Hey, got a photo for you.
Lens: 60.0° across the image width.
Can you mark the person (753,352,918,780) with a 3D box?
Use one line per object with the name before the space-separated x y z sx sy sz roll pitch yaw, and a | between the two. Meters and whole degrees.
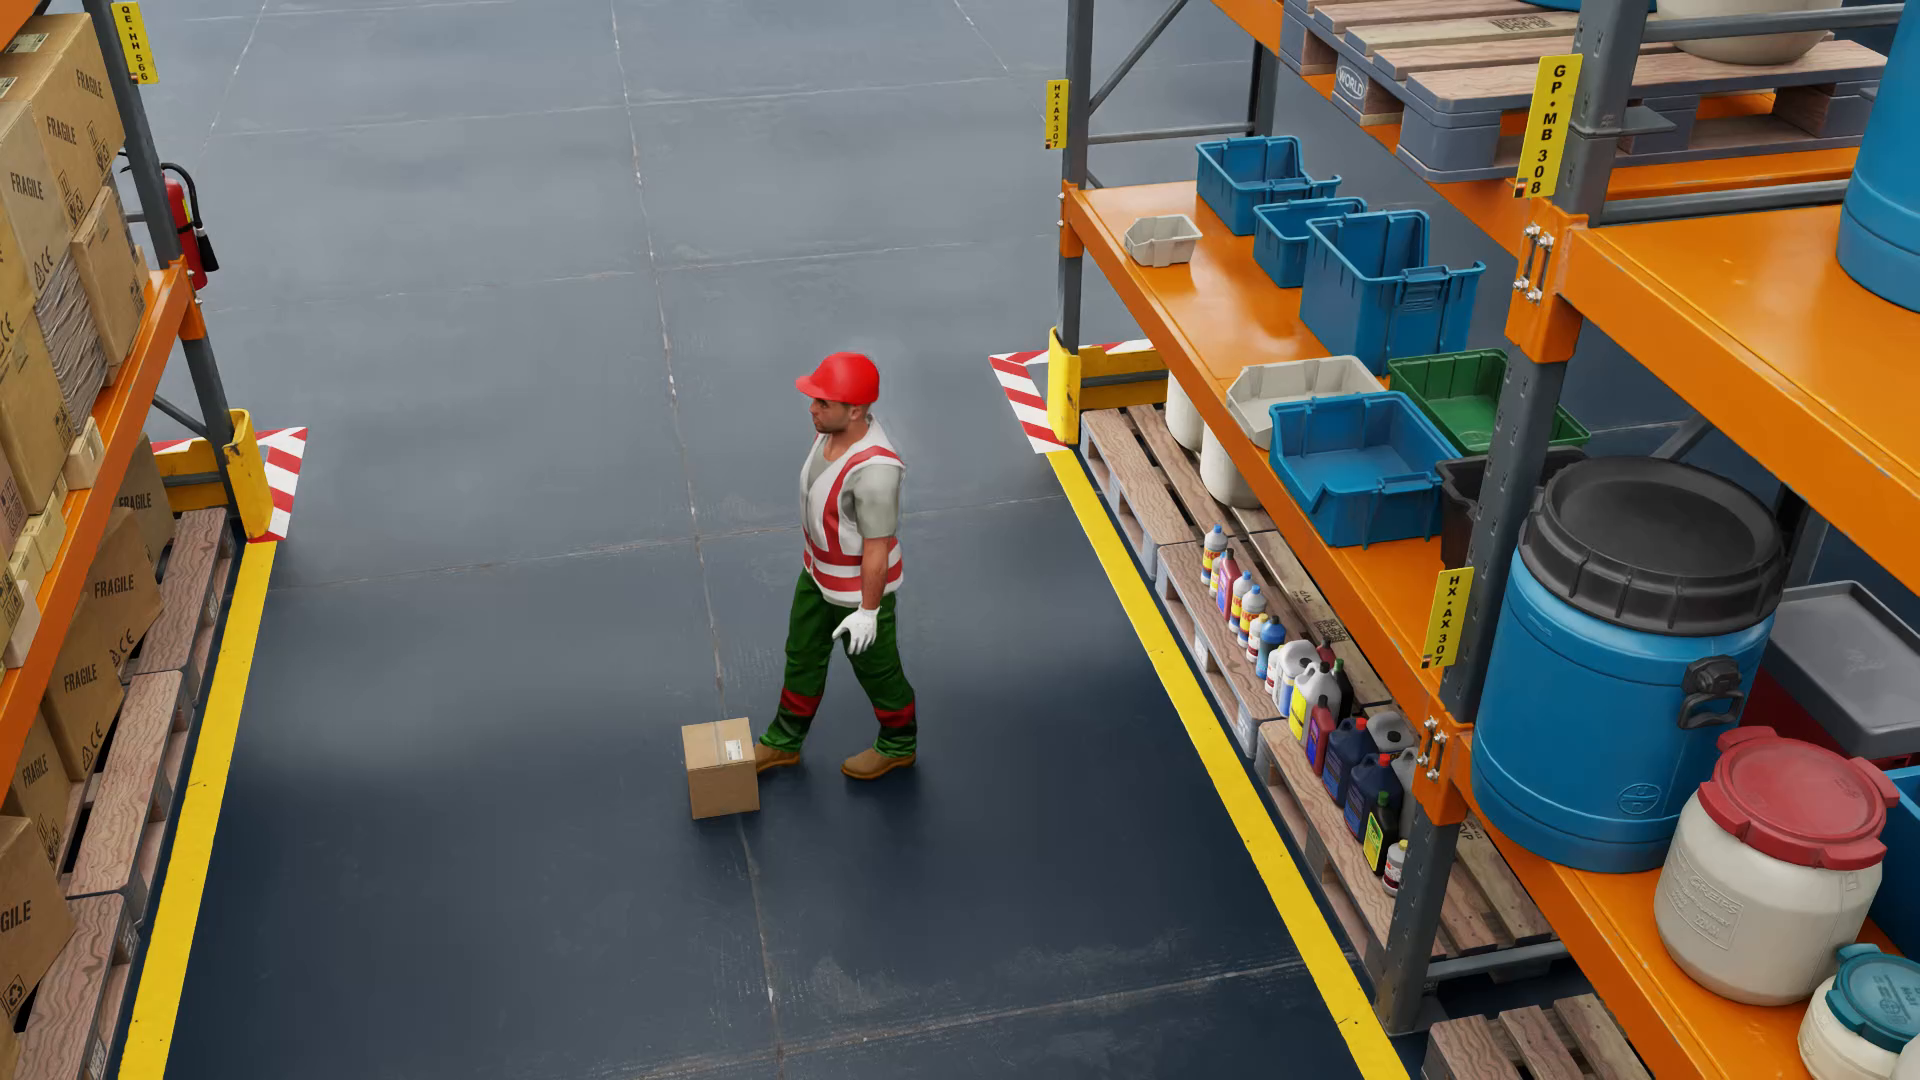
person | -0.510 0.162 5.858 0.718 1.780 0.555 -15 37 -21
